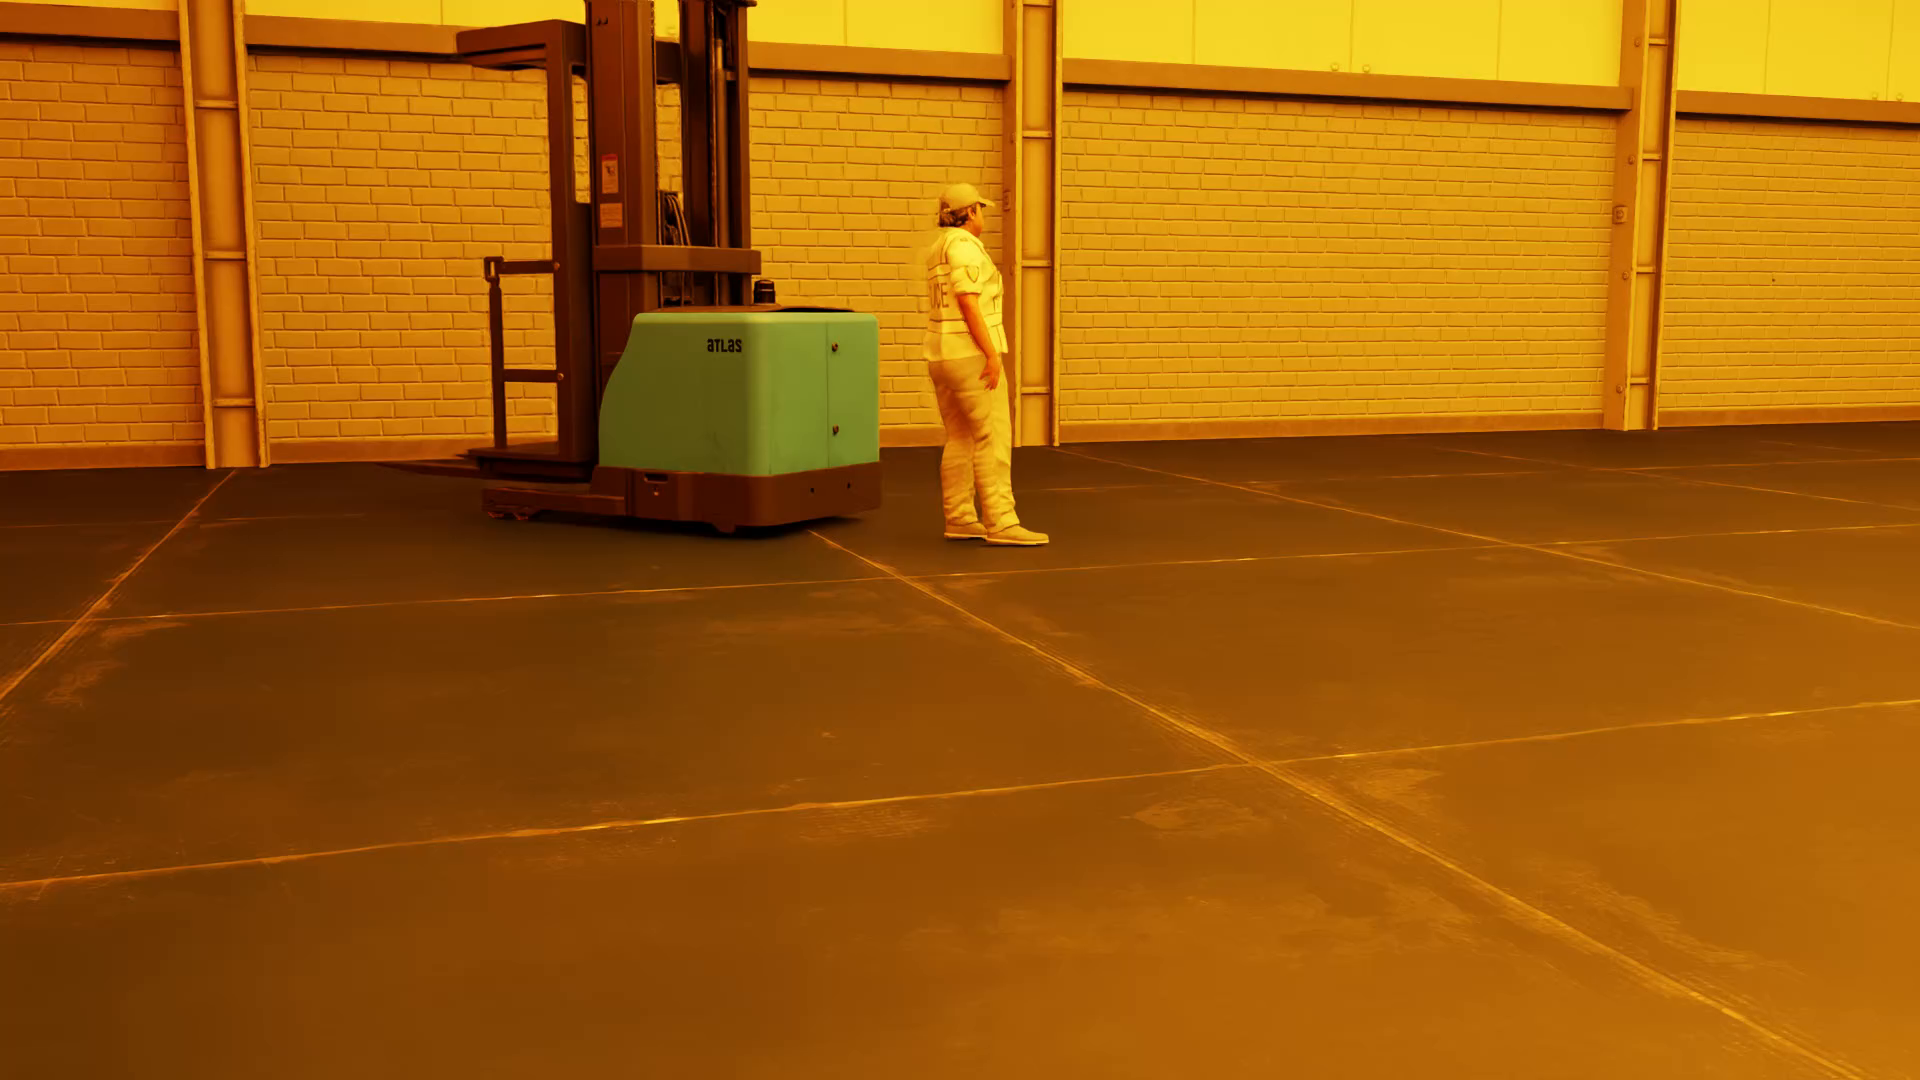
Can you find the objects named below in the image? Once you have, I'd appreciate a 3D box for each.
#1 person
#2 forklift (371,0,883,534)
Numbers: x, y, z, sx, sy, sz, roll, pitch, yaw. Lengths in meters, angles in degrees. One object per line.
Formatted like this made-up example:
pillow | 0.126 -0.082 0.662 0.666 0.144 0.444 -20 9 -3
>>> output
person | 0.095 -0.828 7.828 0.506 1.672 0.601 -3 8 -20
forklift | -1.924 -1.607 8.862 3.031 2.935 1.130 5 9 32
